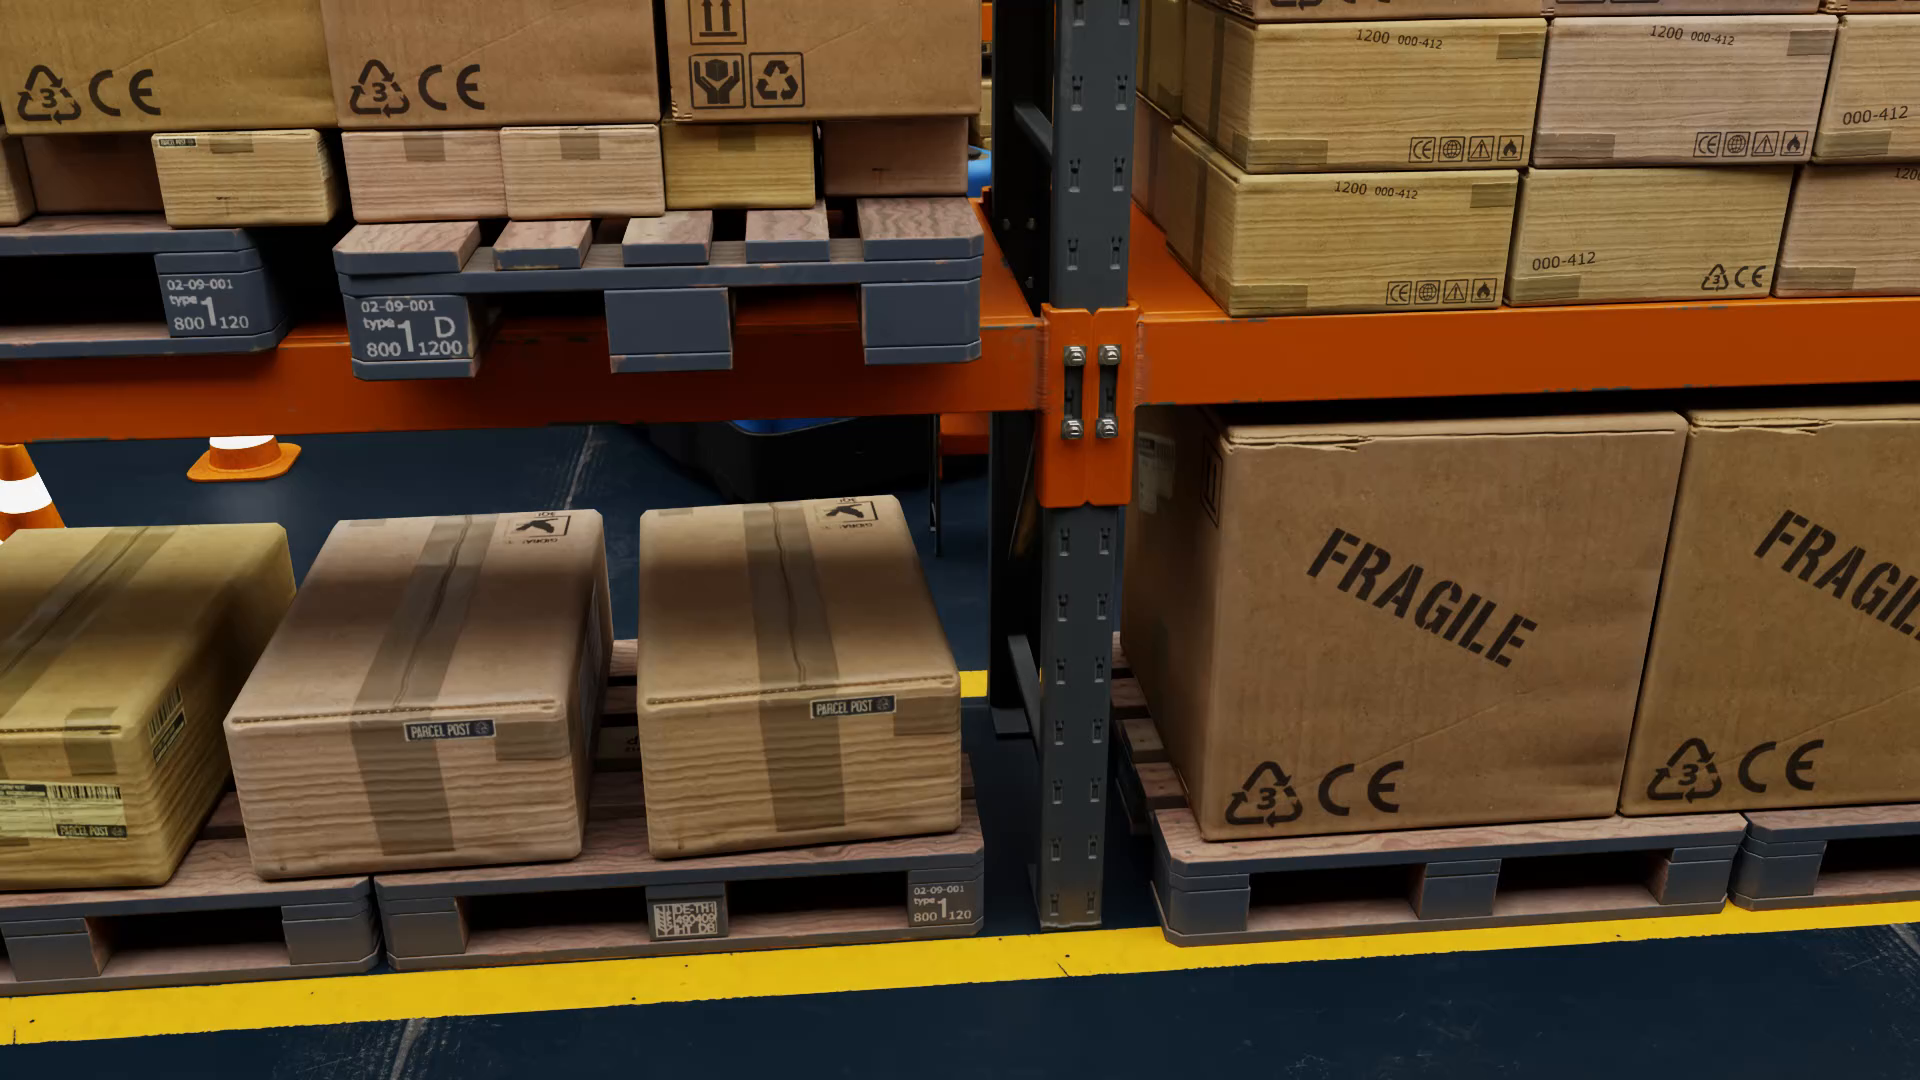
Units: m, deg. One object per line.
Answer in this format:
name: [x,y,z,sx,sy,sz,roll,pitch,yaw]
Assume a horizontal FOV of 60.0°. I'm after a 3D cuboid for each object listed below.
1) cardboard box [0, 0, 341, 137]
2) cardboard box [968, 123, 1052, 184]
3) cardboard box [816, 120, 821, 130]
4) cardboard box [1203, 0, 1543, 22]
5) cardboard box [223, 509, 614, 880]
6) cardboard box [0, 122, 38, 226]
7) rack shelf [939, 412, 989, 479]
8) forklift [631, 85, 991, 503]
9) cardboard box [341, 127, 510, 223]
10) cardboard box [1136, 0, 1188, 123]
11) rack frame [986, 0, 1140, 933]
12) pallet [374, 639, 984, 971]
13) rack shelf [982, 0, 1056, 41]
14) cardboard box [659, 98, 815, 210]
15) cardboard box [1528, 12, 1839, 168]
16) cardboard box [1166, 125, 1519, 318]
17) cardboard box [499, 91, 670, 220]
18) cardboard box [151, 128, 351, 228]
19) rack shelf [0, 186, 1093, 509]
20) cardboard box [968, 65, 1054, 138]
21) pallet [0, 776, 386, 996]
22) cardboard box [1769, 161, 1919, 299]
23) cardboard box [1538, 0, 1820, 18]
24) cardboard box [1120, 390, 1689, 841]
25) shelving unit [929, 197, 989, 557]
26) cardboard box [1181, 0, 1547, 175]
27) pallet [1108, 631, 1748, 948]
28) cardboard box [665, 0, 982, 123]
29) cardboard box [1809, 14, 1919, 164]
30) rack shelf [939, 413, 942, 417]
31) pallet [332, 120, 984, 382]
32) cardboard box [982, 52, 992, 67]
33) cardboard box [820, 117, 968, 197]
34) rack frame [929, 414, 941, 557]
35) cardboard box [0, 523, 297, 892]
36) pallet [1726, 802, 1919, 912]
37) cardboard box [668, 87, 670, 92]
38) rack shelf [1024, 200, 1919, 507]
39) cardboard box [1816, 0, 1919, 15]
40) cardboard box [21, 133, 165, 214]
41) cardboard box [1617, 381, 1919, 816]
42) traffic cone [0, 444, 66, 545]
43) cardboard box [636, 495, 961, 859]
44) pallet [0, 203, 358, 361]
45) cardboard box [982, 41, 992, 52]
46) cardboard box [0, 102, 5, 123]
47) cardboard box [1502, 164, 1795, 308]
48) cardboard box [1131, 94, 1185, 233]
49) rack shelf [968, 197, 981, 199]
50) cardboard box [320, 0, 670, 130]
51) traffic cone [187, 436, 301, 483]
cardboard box: [-1.259,-0.963,2.717,0.500,0.500,0.500,-4,24,-9]
cardboard box: [0.323,-1.737,8.026,0.500,0.500,0.500,-3,24,-7]
cardboard box: [-0.161,-0.905,3.385,0.250,0.149,0.380,-4,24,-8]
cardboard box: [0.696,-1.189,2.878,0.500,0.500,0.500,-3,24,-7]
cardboard box: [-1.116,0.295,3.612,0.625,0.372,0.950,-3,24,-6]
cardboard box: [-1.656,-0.641,2.790,0.250,0.149,0.380,-3,24,-7]
rack shelf: [0.165,-0.312,5.129,0.480,0.148,0.258,-2,24,-5]
forklift: [-1.016,-2.000,6.142,1.130,2.935,3.031,-15,28,-30]
cardboard box: [-0.879,-0.660,2.833,0.250,0.149,0.380,-3,24,-8]
cardboard box: [0.638,-1.048,3.483,0.500,0.250,0.500,-2,24,-5]
rack frame: [0.181,-0.766,3.279,0.127,3.000,1.000,-2,24,-5]
pallet: [-0.597,0.539,3.777,1.213,0.211,1.003,-2,24,-5]
rack shelf: [1.584,-2.513,8.097,4.000,0.370,1.077,-2,24,-5]
cardboard box: [-0.382,-0.695,2.912,0.250,0.149,0.380,-2,24,-4]
cardboard box: [1.224,-0.866,3.075,0.500,0.250,0.500,-2,24,-4]
cardboard box: [0.693,-0.615,3.125,0.500,0.250,0.500,-3,24,-6]
cardboard box: [-0.628,-0.666,2.848,0.250,0.149,0.380,-2,24,-6]
cardboard box: [-1.152,-0.643,2.796,0.250,0.149,0.380,-2,24,-4]
rack shelf: [-1.809,-0.357,3.246,4.000,0.370,1.077,-2,24,-5]
cardboard box: [0.304,-2.084,7.884,0.500,0.250,0.500,-3,24,-8]
pallet: [-1.808,0.587,3.670,1.213,0.211,1.003,-2,24,-5]
cardboard box: [1.725,-0.661,3.229,0.500,0.250,0.500,-2,24,-3]
cardboard box: [1.189,-1.213,2.931,0.500,0.500,0.500,-2,24,-5]
cardboard box: [0.877,0.019,3.612,0.875,0.875,0.875,-3,24,-6]
shelving unit: [0.165,-0.555,5.021,0.503,1.200,0.258,-2,24,-5]
cardboard box: [0.710,-0.846,3.029,0.500,0.250,0.500,-2,24,-6]
pallet: [0.973,0.508,3.848,1.213,0.211,1.003,-2,24,-5]
cardboard box: [-0.244,-1.009,2.820,0.500,0.500,0.500,-3,24,-7]
cardboard box: [1.721,-0.881,3.108,0.500,0.250,0.500,-2,24,-5]
rack shelf: [0.165,-0.493,5.048,0.480,0.148,0.258,-2,24,-5]
pallet: [-0.518,-0.606,3.157,1.003,0.211,1.213,-2,24,-5]
cardboard box: [0.249,-2.288,8.342,0.500,0.250,0.500,-3,24,-6]
cardboard box: [-0.122,-0.734,3.002,0.250,0.149,0.380,-1,24,-3]
rack frame: [-0.078,-0.545,4.999,0.015,1.200,0.240,-2,24,-5]
cardboard box: [-1.871,0.323,3.550,0.625,0.372,0.950,-2,24,-3]
pallet: [2.184,0.460,3.955,1.213,0.211,1.003,-2,24,-5]
cardboard box: [-0.722,-0.915,3.407,0.250,0.149,0.380,-4,24,-9]
rack shelf: [2.171,-0.517,3.605,4.000,0.370,1.077,-2,24,-5]
cardboard box: [1.705,-1.227,2.964,0.500,0.500,0.500,-2,24,-4]
cardboard box: [-1.414,-0.684,2.888,0.250,0.149,0.380,-2,24,-5]
cardboard box: [1.765,-0.014,3.688,0.875,0.875,0.875,-2,24,-5]
traffic cone: [-2.703,-0.062,4.820,0.334,0.463,0.336,-2,24,-5]
cardboard box: [-0.382,0.262,3.686,0.625,0.372,0.950,-4,24,-9]
pallet: [-1.785,-0.582,3.103,1.213,0.211,1.003,-2,24,-5]
cardboard box: [-0.104,-4.011,12.681,0.875,0.875,1.225,-3,24,-8]
cardboard box: [-1.803,-0.941,2.669,0.500,0.500,0.500,-3,24,-7]
cardboard box: [1.202,-0.643,3.187,0.500,0.250,0.500,-3,24,-7]
cardboard box: [0.659,-0.822,3.591,0.500,0.250,0.500,-3,24,-7]
rack shelf: [0.165,-0.914,4.862,0.480,0.148,0.258,-2,24,-5]
cardboard box: [-0.757,-0.983,2.763,0.500,0.500,0.500,-3,24,-6]
traffic cone: [-2.513,-0.478,5.755,0.334,0.463,0.336,-2,24,-5]
